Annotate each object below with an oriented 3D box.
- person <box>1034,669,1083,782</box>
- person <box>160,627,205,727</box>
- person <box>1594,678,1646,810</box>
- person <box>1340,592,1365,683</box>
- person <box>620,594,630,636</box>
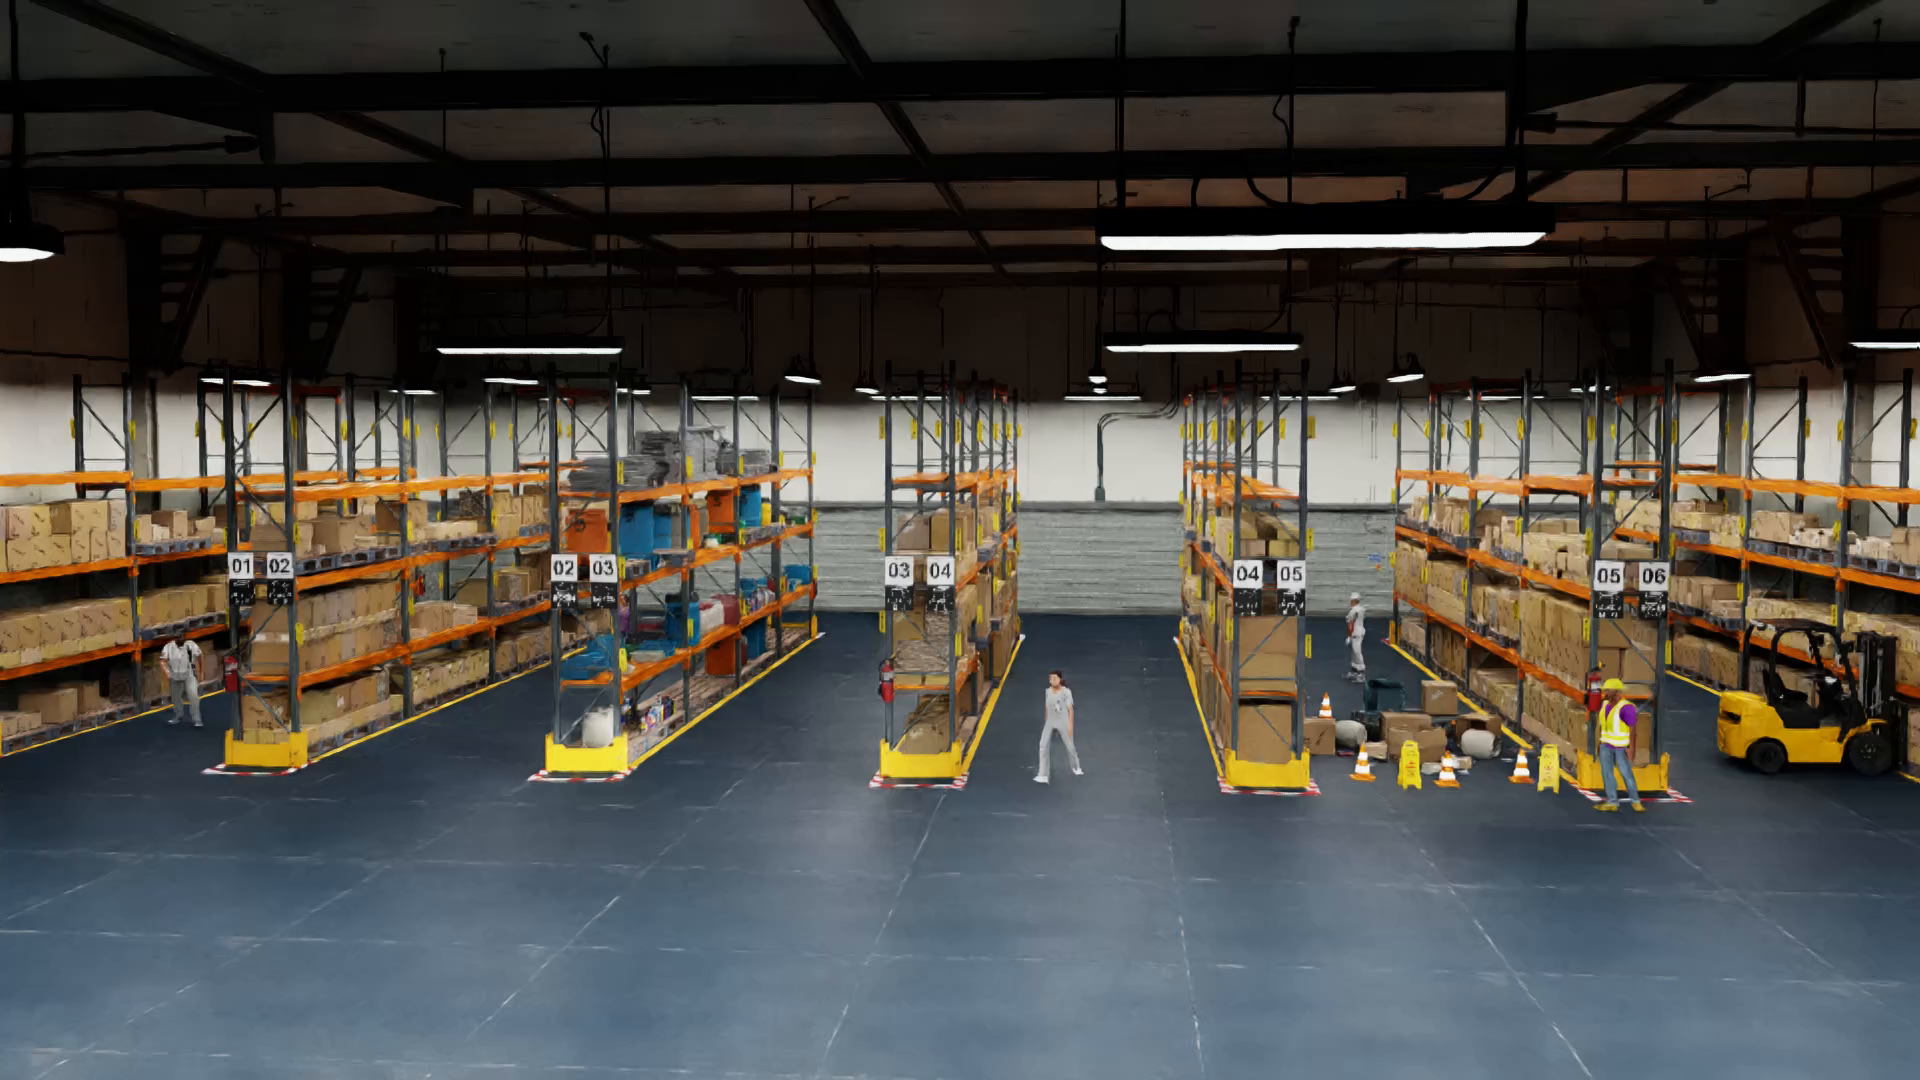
[{"bbox_3d":[1.427,2.635,23.789,0.491,1.606,0.952,2,4,26],"label":"person"},{"bbox_3d":[-13.136,2.298,28.149,0.706,1.695,0.833,-1,4,-12],"label":"person"},{"bbox_3d":[8.695,2.691,21.929,0.550,1.758,0.662,-2,4,-24],"label":"person"},{"bbox_3d":[7.836,1.919,33.099,0.577,1.786,0.653,2,4,31],"label":"person"},{"bbox_3d":[-7.091,1.902,35.451,0.417,1.525,1.034,0,4,4],"label":"person"}]
